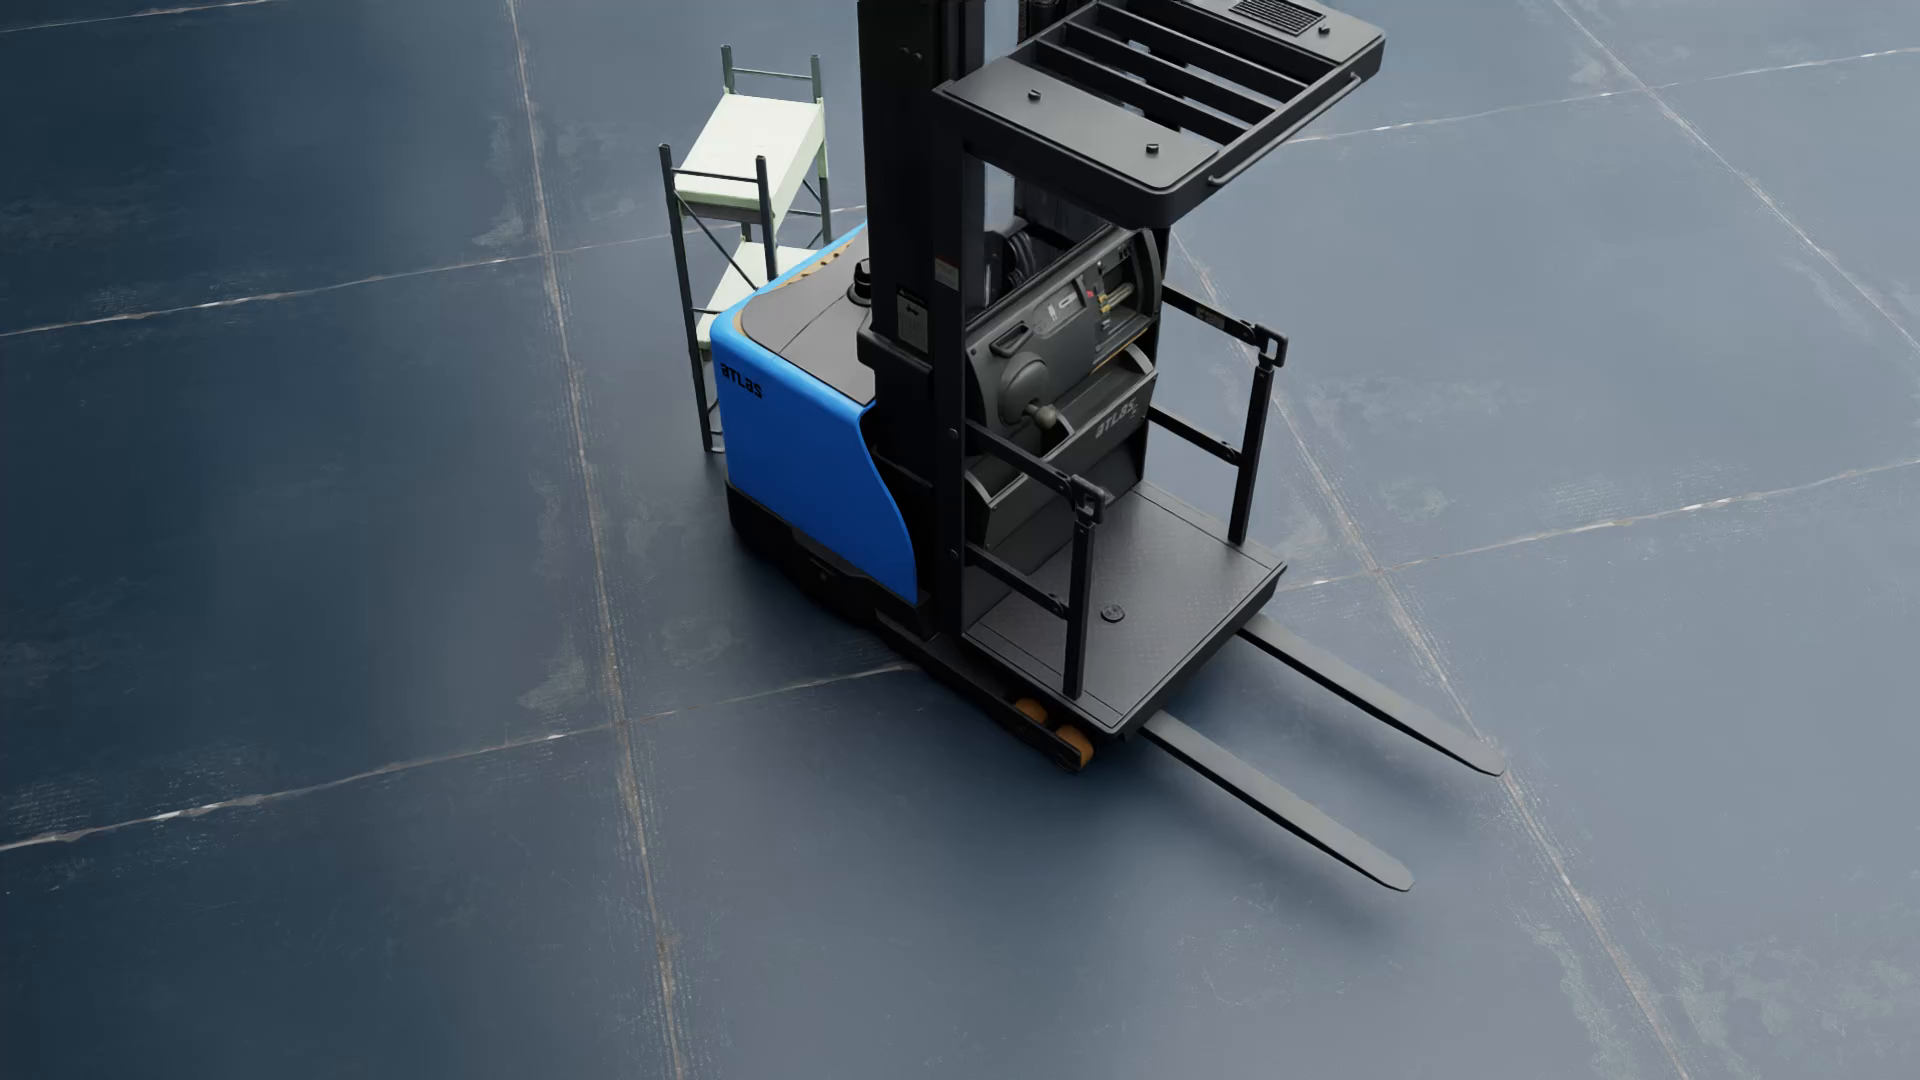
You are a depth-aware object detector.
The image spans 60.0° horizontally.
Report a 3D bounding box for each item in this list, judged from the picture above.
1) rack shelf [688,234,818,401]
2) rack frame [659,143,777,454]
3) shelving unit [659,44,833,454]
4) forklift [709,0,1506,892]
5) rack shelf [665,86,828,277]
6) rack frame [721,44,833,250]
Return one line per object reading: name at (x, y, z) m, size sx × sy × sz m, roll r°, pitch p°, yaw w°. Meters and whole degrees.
rack shelf at (-0.822, -0.913, 7.051) m, size 0.431 × 0.370 × 0.720 m, roll 9°, pitch 46°, yaw 9°
rack frame at (-0.899, -0.886, 6.568) m, size 0.400 × 1.500 × 0.023 m, roll 9°, pitch 46°, yaw 9°
shelving unit at (-0.822, -1.141, 6.818) m, size 0.431 × 1.500 × 0.755 m, roll 9°, pitch 46°, yaw 9°
forklift at (0.511, -0.632, 5.317) m, size 3.031 × 2.935 × 1.130 m, roll 32°, pitch 54°, yaw 27°
rack shelf at (-0.822, -1.415, 6.540) m, size 0.431 × 0.370 × 0.720 m, roll 9°, pitch 46°, yaw 9°
rack frame at (-0.745, -1.397, 7.069) m, size 0.400 × 1.500 × 0.023 m, roll 9°, pitch 46°, yaw 9°
